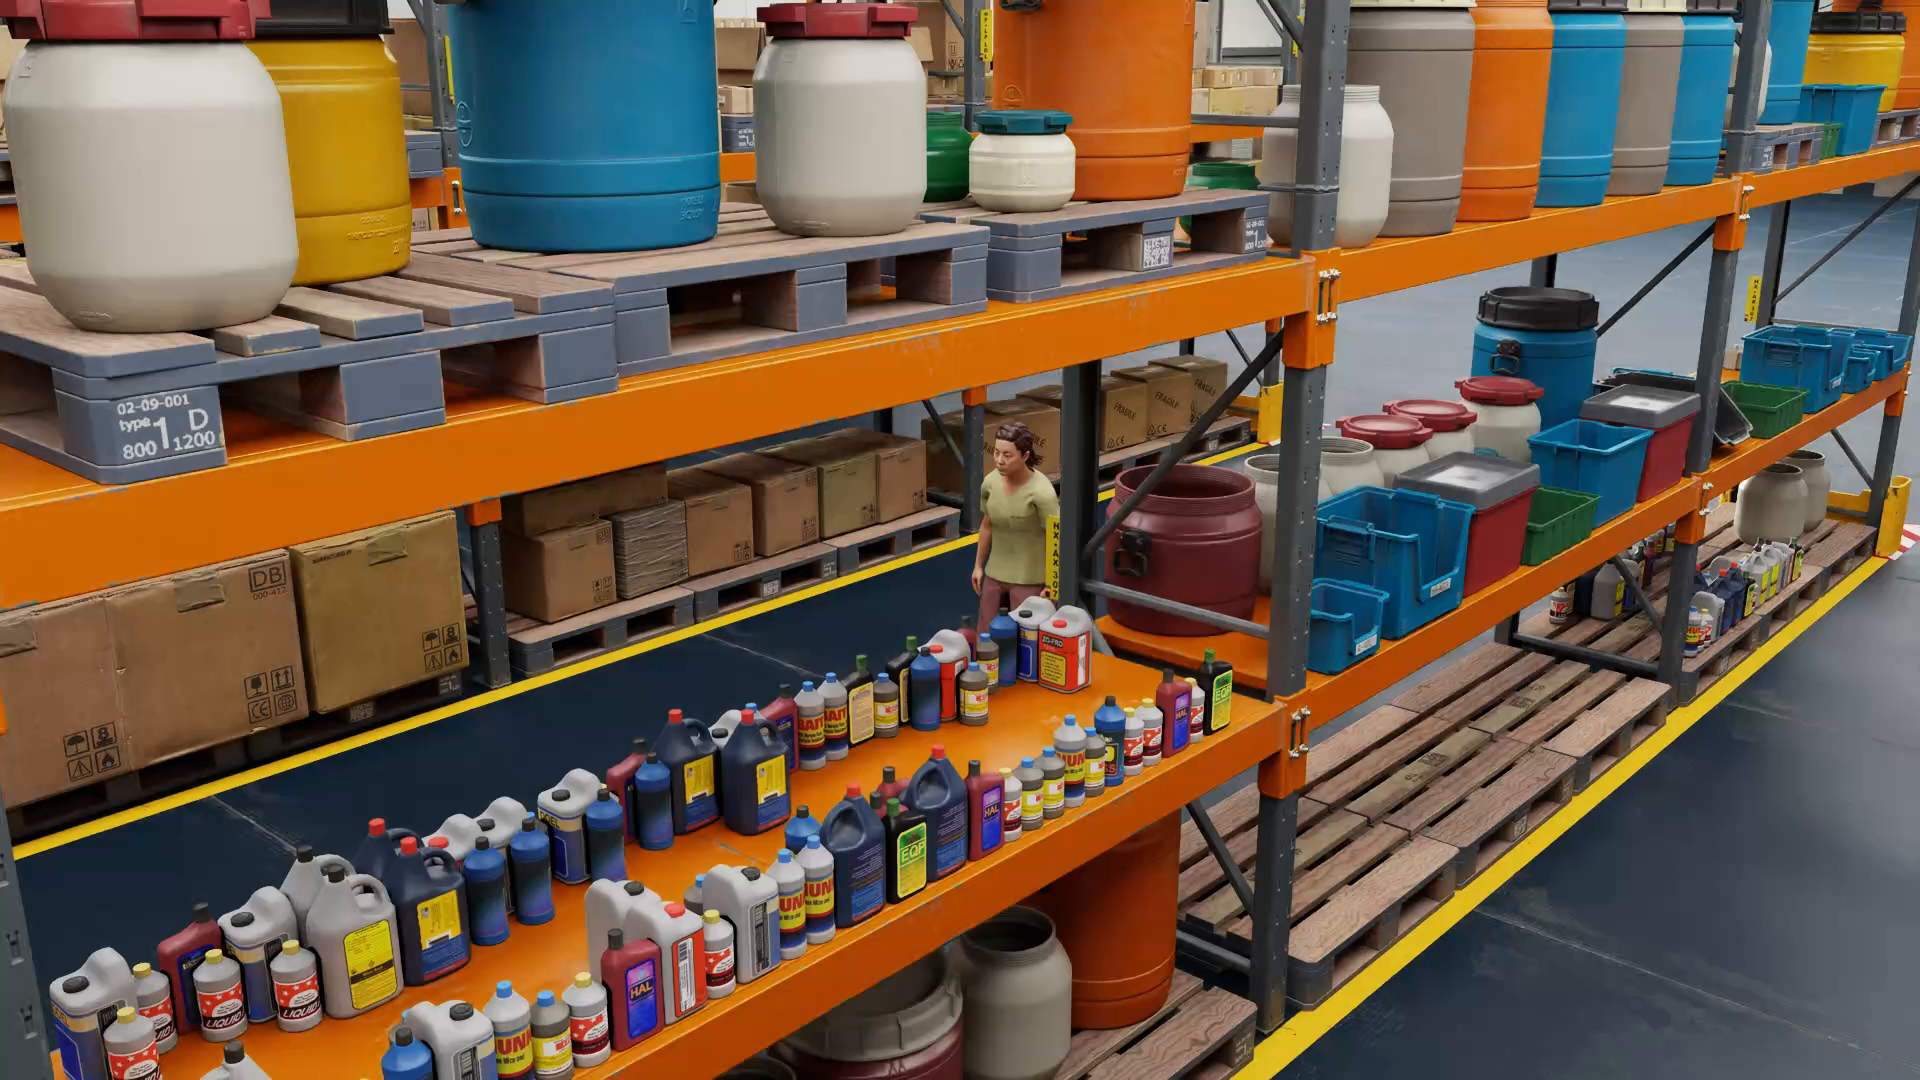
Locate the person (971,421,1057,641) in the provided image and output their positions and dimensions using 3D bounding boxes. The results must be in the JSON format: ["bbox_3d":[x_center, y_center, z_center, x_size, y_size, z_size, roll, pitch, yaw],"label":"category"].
[{"bbox_3d":[0.260,0.212,8.353,0.499,1.673,0.356,15,22,40],"label":"person"}]
